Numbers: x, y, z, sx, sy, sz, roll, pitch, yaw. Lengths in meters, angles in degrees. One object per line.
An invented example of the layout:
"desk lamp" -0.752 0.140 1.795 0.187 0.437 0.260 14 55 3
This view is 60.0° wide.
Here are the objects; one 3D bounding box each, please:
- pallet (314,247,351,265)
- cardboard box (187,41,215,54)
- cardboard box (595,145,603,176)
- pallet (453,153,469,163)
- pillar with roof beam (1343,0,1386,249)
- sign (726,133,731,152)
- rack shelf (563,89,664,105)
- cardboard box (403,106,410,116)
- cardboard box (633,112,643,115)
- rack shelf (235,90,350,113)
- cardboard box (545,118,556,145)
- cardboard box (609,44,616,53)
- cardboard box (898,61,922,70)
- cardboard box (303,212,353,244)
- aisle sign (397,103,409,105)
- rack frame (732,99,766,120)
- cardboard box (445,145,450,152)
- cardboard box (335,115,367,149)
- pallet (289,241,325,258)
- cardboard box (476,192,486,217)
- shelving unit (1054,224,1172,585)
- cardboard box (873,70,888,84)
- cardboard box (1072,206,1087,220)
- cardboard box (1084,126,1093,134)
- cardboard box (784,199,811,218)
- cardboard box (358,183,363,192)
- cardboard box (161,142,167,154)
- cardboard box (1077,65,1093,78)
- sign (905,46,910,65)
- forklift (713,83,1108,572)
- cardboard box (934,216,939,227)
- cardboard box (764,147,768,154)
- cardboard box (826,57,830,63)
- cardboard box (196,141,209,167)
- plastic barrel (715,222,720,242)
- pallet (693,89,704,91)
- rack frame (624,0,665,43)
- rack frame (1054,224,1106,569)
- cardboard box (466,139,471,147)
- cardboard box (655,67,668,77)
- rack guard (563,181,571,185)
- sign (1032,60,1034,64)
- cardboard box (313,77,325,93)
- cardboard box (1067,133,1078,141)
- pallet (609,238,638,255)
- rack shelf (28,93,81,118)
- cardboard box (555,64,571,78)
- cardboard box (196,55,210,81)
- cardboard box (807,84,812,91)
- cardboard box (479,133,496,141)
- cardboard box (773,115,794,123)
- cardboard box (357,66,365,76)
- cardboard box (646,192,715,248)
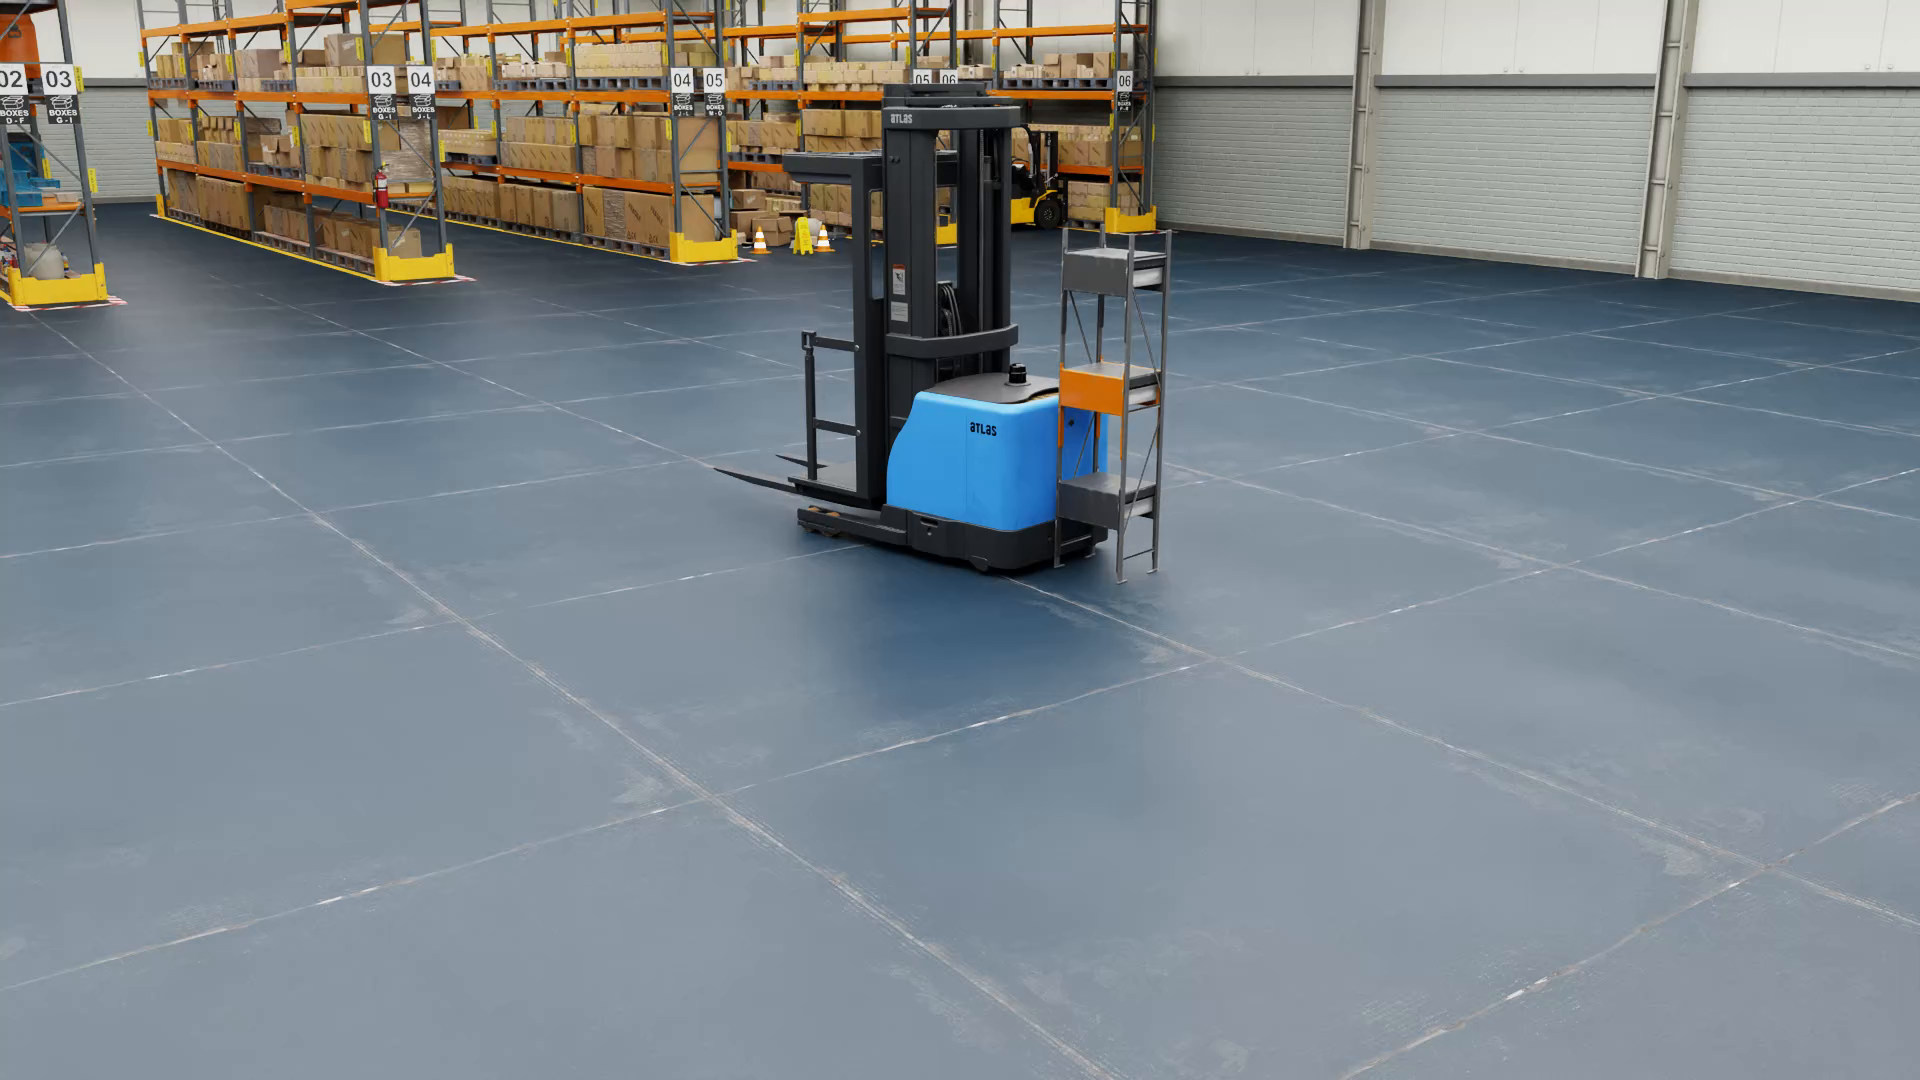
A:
"pallet" -10.439 -4.920 28.652 1.003 0.211 1.213 -11 19 -35
"cardboard box" -16.114 -10.421 35.190 0.500 0.250 0.500 -12 20 -38
"cardboard box" -6.222 -7.033 30.805 0.875 0.550 0.550 -11 19 -35
"pallet" -10.340 -8.329 36.189 1.003 0.211 1.213 -11 19 -35
"pillar with roof beam" 3.884 -9.091 27.245 9.100 9.000 0.400 -11 19 -35
"sign" -3.986 -6.838 28.587 0.100 0.325 0.005 -11 19 -35
"rack shelf" -8.726 -11.176 41.909 1.077 0.370 4.000 -11 19 -35
"cardboard box" -12.587 -9.813 38.600 0.500 0.500 0.500 -10 18 -33
"cardboard box" -7.524 -10.041 39.998 0.500 0.500 0.500 -11 19 -34
"rack shelf" -12.038 -7.930 30.048 1.077 0.370 4.000 -11 19 -35
"cardboard box" -7.688 -8.004 32.556 0.700 0.500 0.500 -11 19 -34
"cardboard box" -5.957 -8.657 29.322 0.380 0.149 0.250 -11 19 -35
"cardboard box" -0.932 -8.824 30.916 0.380 0.149 0.250 -11 19 -34
"cardboard box" -11.206 -5.544 29.551 0.700 0.500 0.500 -13 20 -39
"aisle sign" -13.647 -11.030 40.768 0.394 0.787 0.004 -11 19 -35
"rack frame" -5.889 -11.275 46.588 1.000 3.000 0.127 -11 19 -35
"cardboard box" -11.027 -8.565 36.368 0.380 0.149 0.250 -12 19 -37
"cardboard box" -9.624 -6.515 26.550 0.500 0.500 0.500 -11 19 -35
"pallet" -11.321 -5.224 29.763 1.003 0.211 1.213 -11 19 -35
"cardboard box" -10.043 -7.214 35.690 0.500 0.500 0.500 -10 18 -32
"shelving unit" 0.918 -0.825 10.102 0.503 2.100 0.431 14 21 40
"cardboard box" -1.297 -8.782 31.519 0.500 0.250 0.500 -11 19 -35
"cardboard box" 2.702 -6.894 34.994 0.500 0.250 0.500 -11 19 -35
"cardboard box" 2.792 -8.506 34.491 0.380 0.149 0.250 -10 18 -33
"cardboard box" -3.157 -6.988 35.108 0.950 0.372 0.625 -11 19 -34
"cardboard box" -9.314 -5.611 26.371 0.380 0.149 0.250 -11 19 -35
"cardboard box" -17.543 -8.782 37.202 0.500 0.250 0.500 -11 19 -35
"cardboard box" 2.637 -9.675 34.331 0.396 0.266 0.258 -11 19 -34
"sign" -0.955 -8.879 30.476 0.100 0.325 0.005 -11 19 -35
"forklift" -0.465 -1.525 11.096 3.031 2.935 1.130 13 20 40
"cardboard box" -0.745 -6.179 32.381 0.500 0.250 0.500 -11 19 -35
"cardboard box" -3.960 -8.310 35.435 0.380 0.149 0.250 -11 19 -35
"cardboard box" -3.302 -12.286 42.742 0.396 0.266 0.258 -11 19 -35
"cardboard box" -15.498 -8.022 34.516 0.500 0.500 0.500 -11 19 -34
"plastic barrel" -4.883 -5.904 31.847 0.512 0.421 0.421 1 15 4
"pallet" -5.620 -10.280 37.630 1.213 0.211 1.003 -10 18 -32
"rack frame" -7.550 -12.543 39.858 1.000 3.000 0.127 -11 19 -35
"rack frame" 0.737 -0.871 10.258 0.015 2.100 0.400 14 21 40
"cardboard box" -10.263 -8.431 35.315 0.380 0.149 0.250 -11 19 -34
"cardboard box" -4.908 -7.892 28.037 0.380 0.149 0.250 -11 19 -35
"rack guard" -9.916 -9.303 44.119 1.175 0.500 0.348 -11 19 -35
"sign" 1.615 -10.533 37.067 0.100 0.325 0.005 -11 19 -35
"cardboard box" -10.206 -7.422 27.112 0.500 0.250 0.500 -12 19 -37
"cardboard box" 2.479 -8.469 34.919 0.380 0.149 0.250 -12 19 -36
"pallet" -5.685 -5.371 30.300 1.003 0.211 1.213 -11 19 -35
"rack shelf" -13.693 -6.307 24.118 1.077 0.370 4.000 -11 19 -35
"cardboard box" -7.335 -8.902 31.538 0.500 0.250 0.500 -11 19 -34
"cardboard box" -15.217 -9.686 34.118 0.700 0.500 0.500 -10 18 -33
"cardboard box" -2.861 -9.161 33.659 0.380 0.149 0.250 -11 19 -35
"cardboard box" -9.802 -8.407 34.665 0.380 0.149 0.250 -12 19 -37
"cardboard box" -3.716 -8.857 34.977 0.380 0.149 0.250 -12 19 -36
"cardboard box" -8.926 -7.126 25.278 0.380 0.149 0.250 -11 19 -35
"cardboard box" -4.891 -5.609 29.118 0.875 0.875 0.875 -11 19 -34
